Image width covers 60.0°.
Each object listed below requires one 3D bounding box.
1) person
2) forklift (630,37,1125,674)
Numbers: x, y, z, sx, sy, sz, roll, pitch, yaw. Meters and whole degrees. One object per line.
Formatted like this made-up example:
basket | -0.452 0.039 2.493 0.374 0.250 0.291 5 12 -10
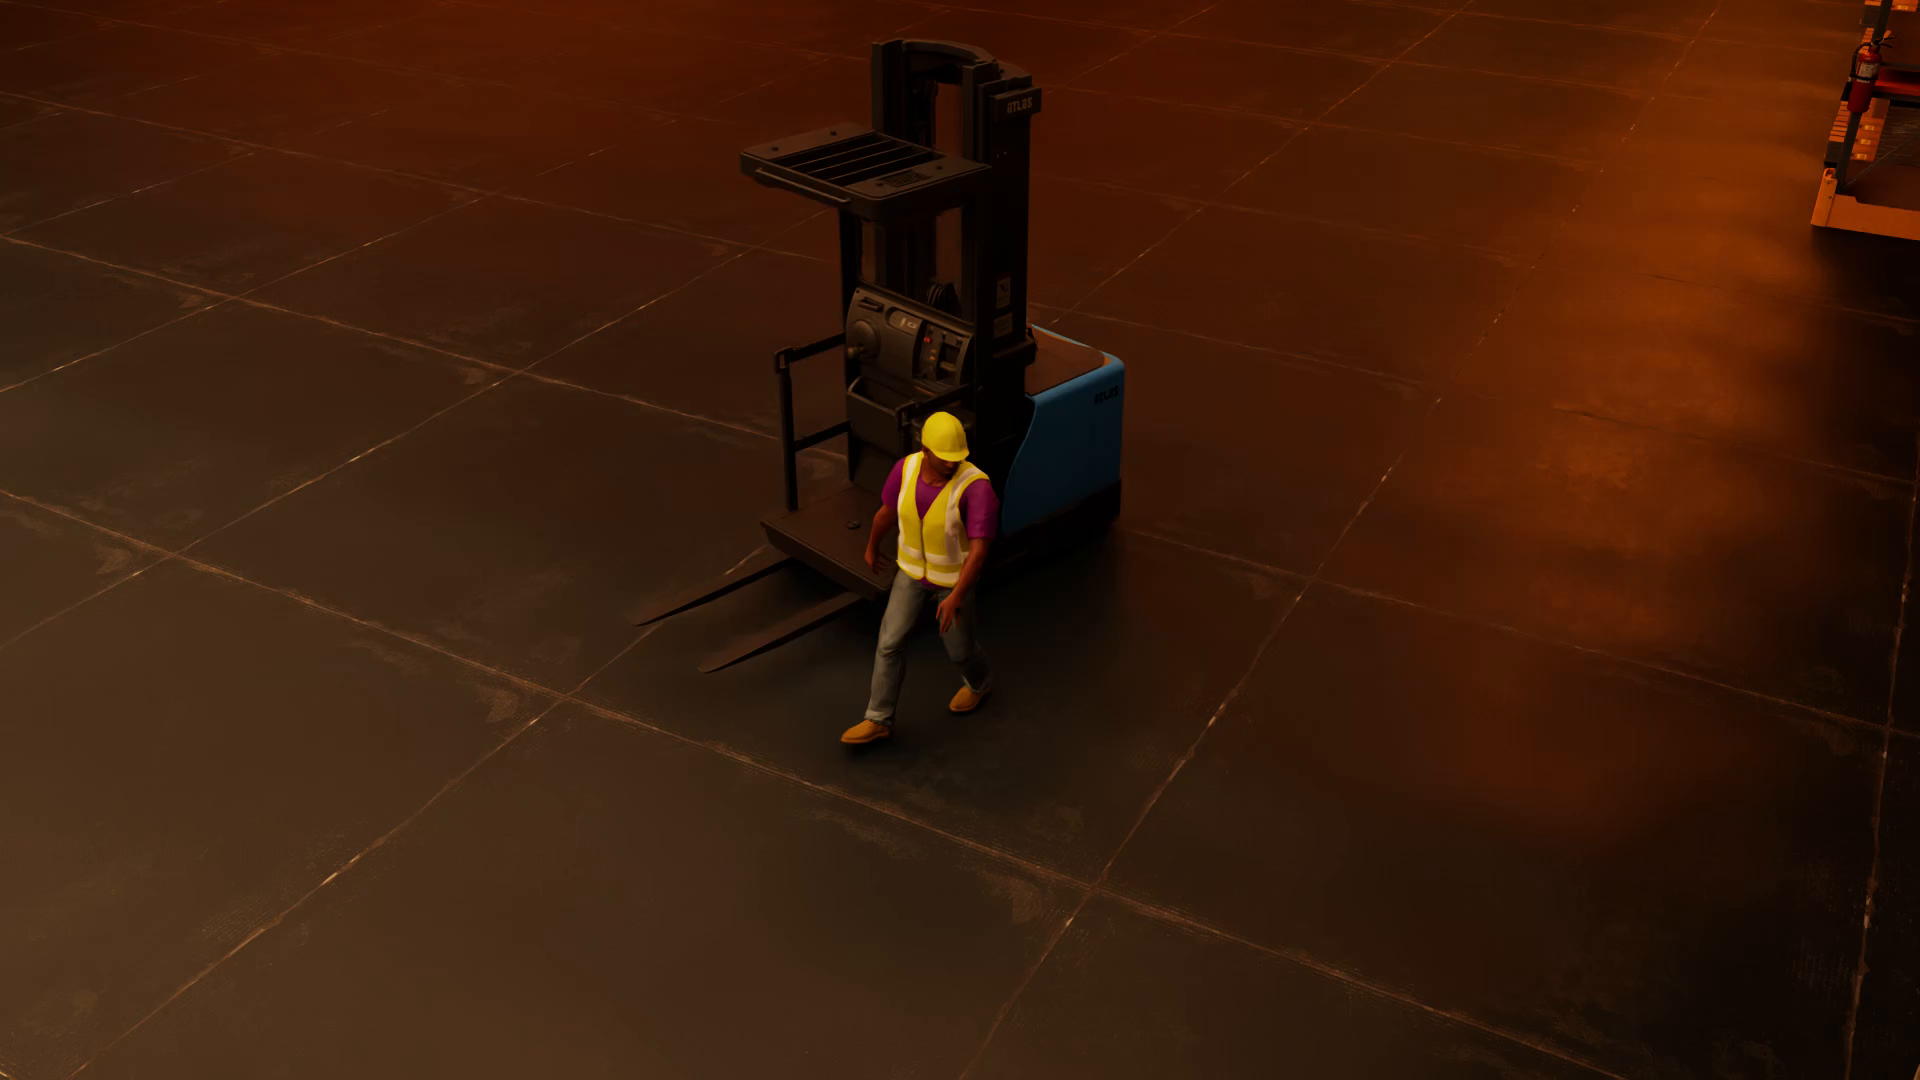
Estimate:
person | -0.201 0.186 8.001 0.771 1.702 0.865 13 33 22
forklift | -0.433 -1.050 8.891 3.031 2.935 1.130 -26 39 -37
